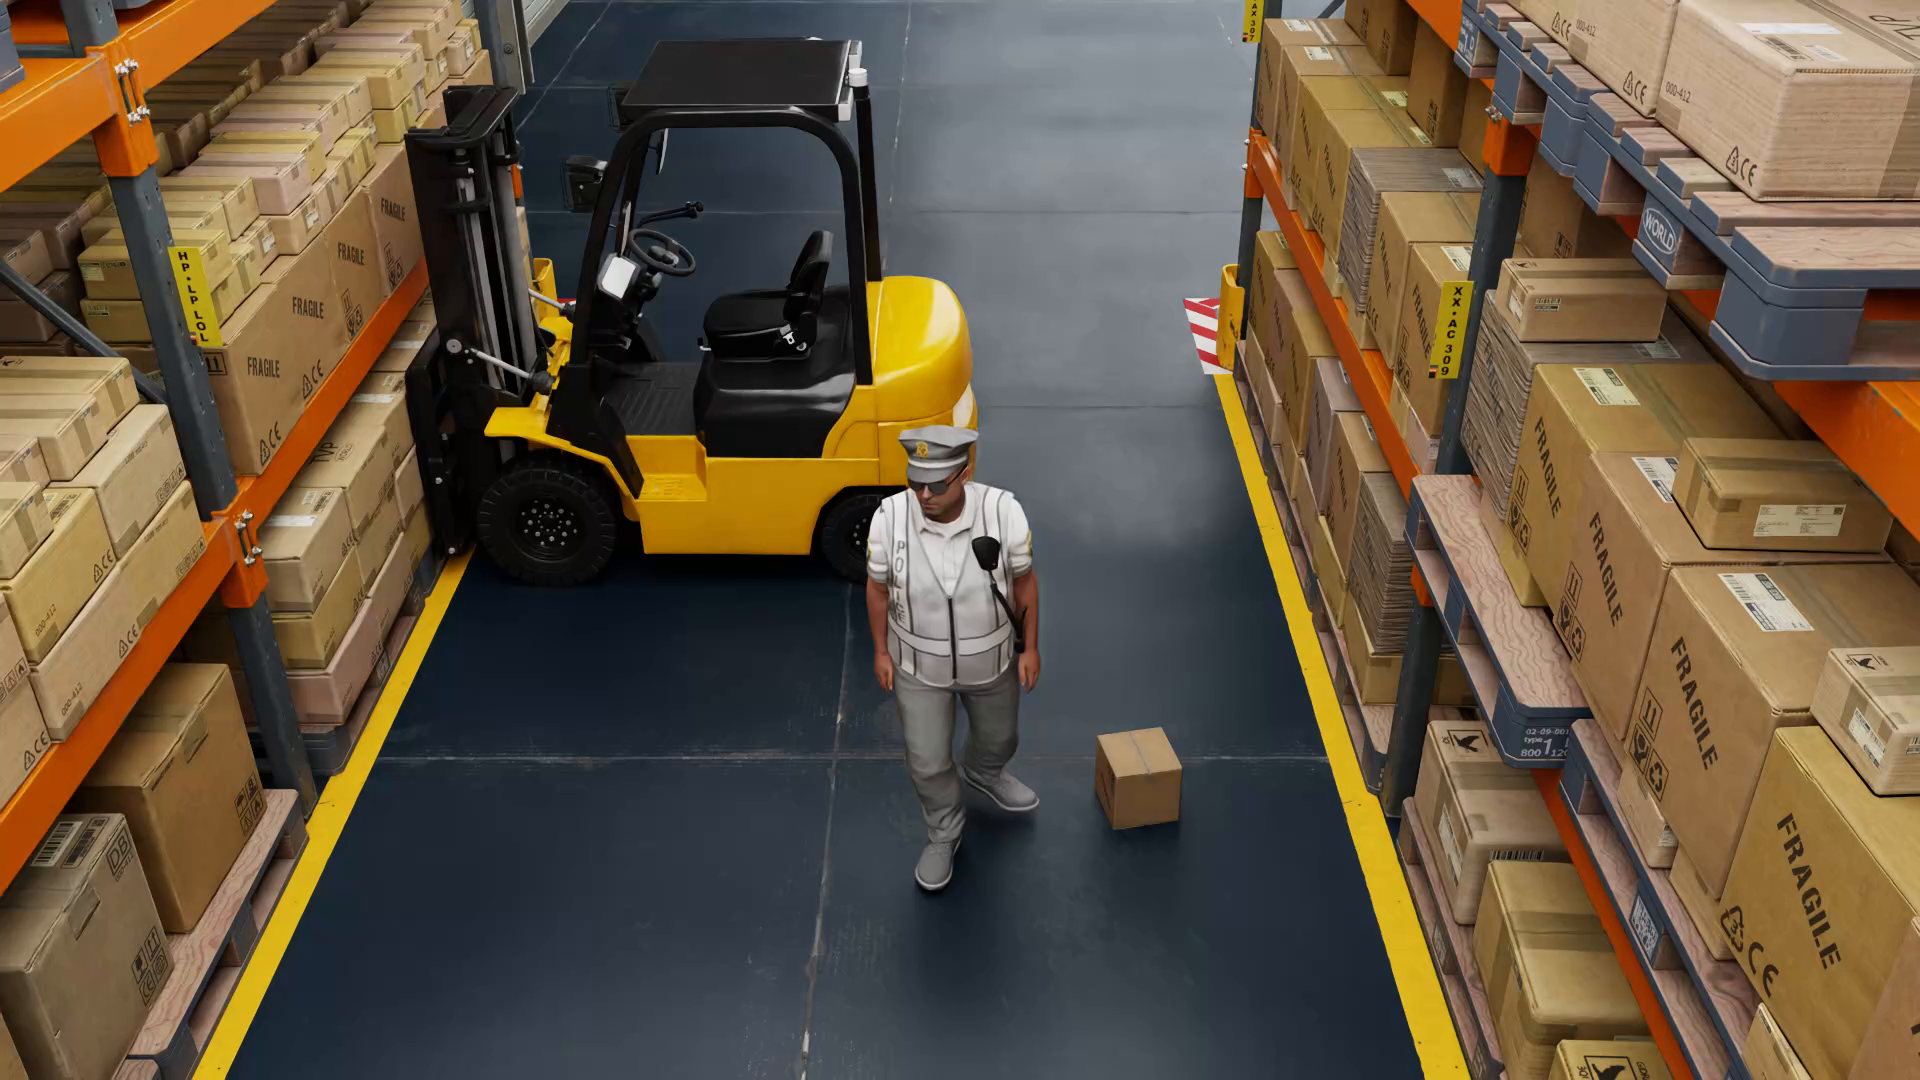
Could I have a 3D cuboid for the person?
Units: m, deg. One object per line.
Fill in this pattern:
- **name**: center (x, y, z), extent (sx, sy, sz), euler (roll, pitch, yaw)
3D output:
- **person**: center (-0.007, 0.330, 5.580), extent (0.602, 1.743, 0.593), euler (-1, 31, -2)
